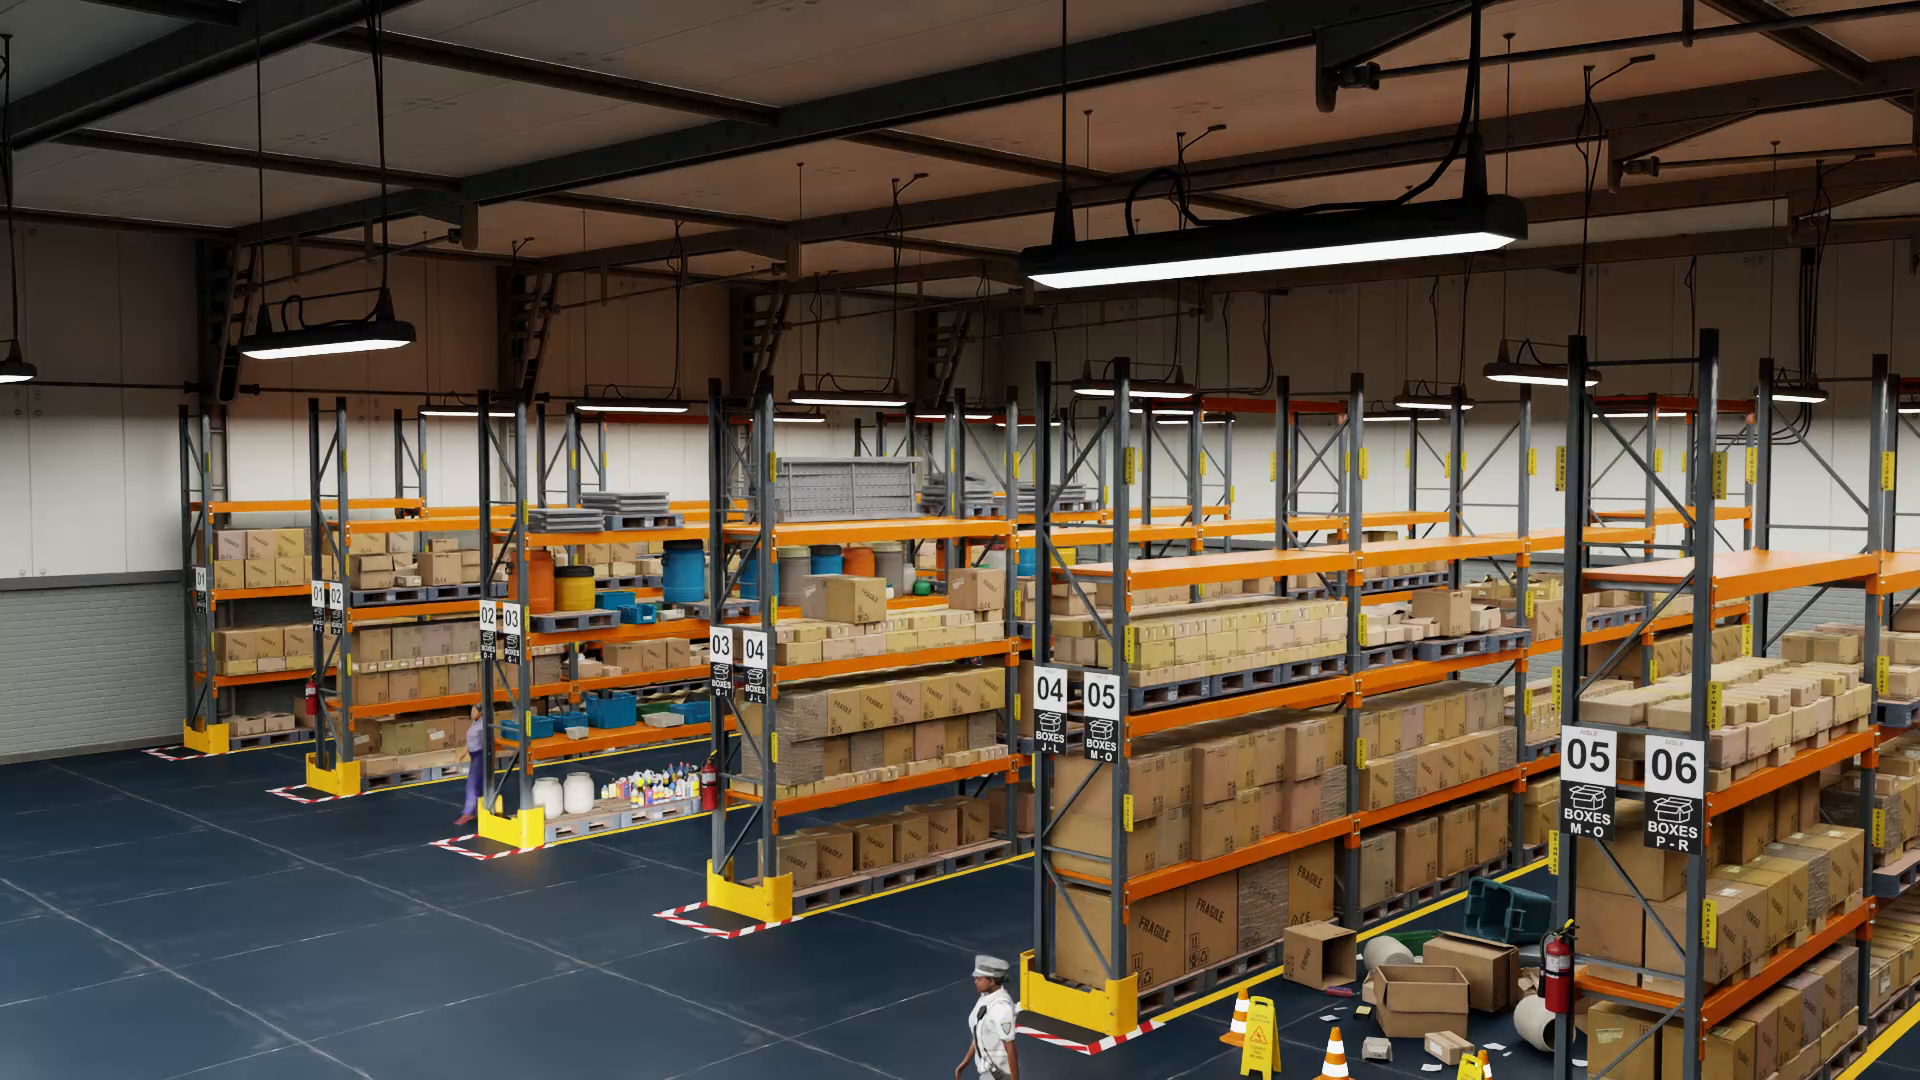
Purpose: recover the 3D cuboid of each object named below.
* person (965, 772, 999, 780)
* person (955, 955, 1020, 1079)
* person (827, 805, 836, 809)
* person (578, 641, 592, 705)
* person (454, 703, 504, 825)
[{"bbox_3d":[0.312,2.907,26.333,0.658,1.828,0.651,-2,4,-32],"label":"person"},{"bbox_3d":[0.161,3.721,11.713,1.063,1.607,0.466,0,3,-5],"label":"person"},{"bbox_3d":[-1.938,3.007,24.258,0.624,1.758,0.596,-1,3,-13],"label":"person"},{"bbox_3d":[-7.067,2.696,30.839,0.462,1.677,0.526,-2,4,-38],"label":"person"},{"bbox_3d":[-6.804,3.123,23.449,0.768,1.636,0.623,-1,3,-26],"label":"person"}]
